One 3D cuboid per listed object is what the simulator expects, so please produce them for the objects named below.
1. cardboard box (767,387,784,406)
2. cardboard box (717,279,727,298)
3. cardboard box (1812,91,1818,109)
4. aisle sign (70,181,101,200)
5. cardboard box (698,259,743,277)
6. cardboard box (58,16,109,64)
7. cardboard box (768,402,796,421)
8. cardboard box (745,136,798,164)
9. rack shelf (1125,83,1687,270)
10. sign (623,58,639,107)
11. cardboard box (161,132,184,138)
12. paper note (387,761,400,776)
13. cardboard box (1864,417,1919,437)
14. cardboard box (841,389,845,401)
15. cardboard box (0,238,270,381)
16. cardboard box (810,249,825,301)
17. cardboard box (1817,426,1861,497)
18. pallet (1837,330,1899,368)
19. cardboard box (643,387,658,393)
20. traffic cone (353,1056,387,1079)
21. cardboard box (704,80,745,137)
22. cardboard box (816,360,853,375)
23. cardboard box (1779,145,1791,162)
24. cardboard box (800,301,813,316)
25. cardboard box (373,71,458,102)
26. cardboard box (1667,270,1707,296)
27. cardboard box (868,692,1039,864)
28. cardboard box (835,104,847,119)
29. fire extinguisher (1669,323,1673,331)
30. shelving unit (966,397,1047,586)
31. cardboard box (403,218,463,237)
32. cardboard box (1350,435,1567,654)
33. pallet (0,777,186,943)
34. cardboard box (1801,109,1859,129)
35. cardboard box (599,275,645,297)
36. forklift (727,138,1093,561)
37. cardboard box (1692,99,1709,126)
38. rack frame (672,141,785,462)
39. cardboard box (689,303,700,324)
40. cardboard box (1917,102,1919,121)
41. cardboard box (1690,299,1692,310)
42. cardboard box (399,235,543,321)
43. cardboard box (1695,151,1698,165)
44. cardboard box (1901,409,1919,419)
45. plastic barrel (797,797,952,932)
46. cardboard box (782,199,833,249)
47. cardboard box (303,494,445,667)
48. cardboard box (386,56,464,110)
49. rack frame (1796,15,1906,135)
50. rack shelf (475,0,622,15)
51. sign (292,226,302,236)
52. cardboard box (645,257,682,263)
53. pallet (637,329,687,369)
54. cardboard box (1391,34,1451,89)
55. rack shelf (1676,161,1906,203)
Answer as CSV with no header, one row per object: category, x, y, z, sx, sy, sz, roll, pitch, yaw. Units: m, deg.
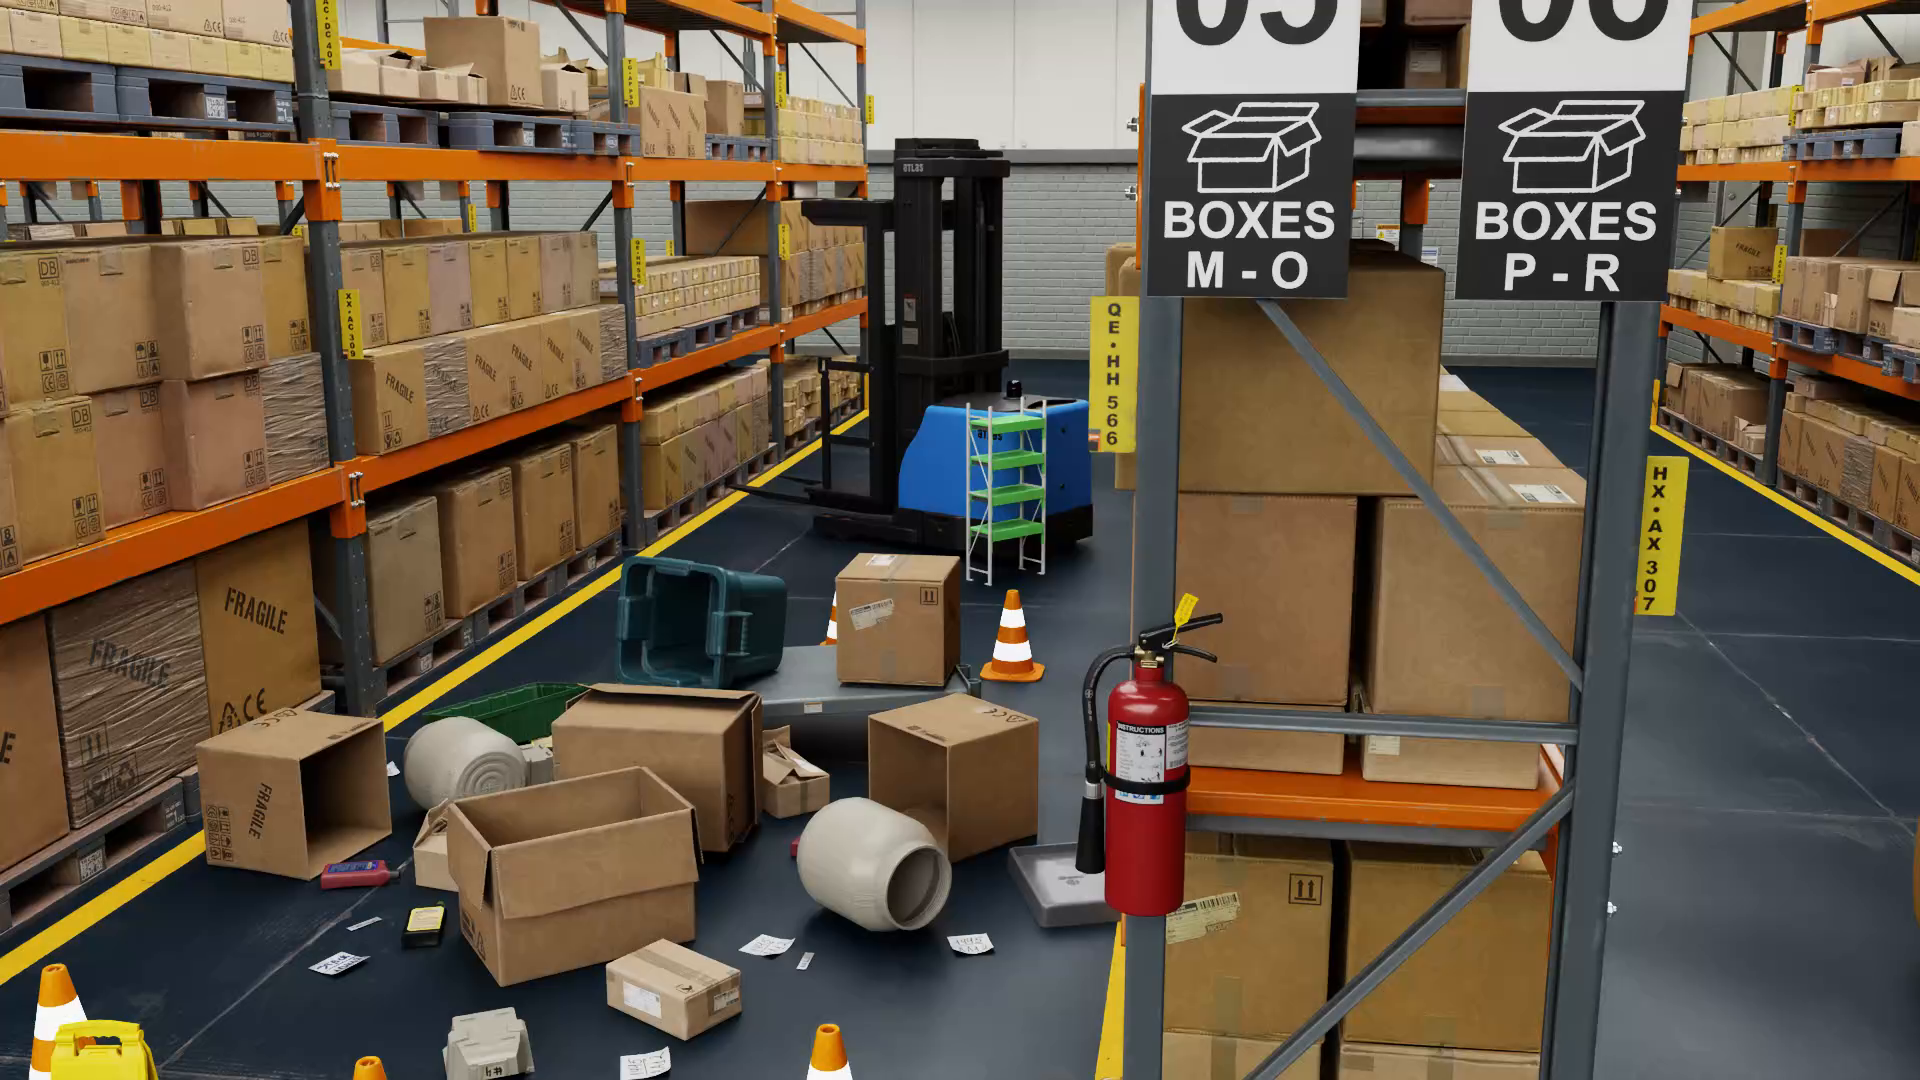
cardboard box,-1.937,-1.407,16.258,0.380,0.149,0.250,2,12,11
cardboard box,-2.221,-2.160,14.290,0.380,0.149,0.250,1,12,6
cardboard box,7.167,-3.577,13.507,0.380,0.149,0.250,2,12,10
aisle sign,-11.059,-4.690,20.966,0.394,0.787,0.004,2,12,9
cardboard box,-2.146,-2.413,14.756,0.380,0.149,0.250,1,12,7
cardboard box,-3.360,-1.820,6.061,0.380,0.149,0.250,2,12,8
cardboard box,-1.823,-1.261,16.290,0.380,0.149,0.250,2,12,11
cardboard box,-1.863,-3.720,15.870,0.500,0.250,0.500,3,12,12
rack shelf,1.174,-1.133,5.217,1.077,0.370,4.000,2,12,9
sign,-2.263,-3.144,11.429,0.100,0.325,0.005,2,12,9
cardboard box,-7.338,-3.823,15.209,0.500,0.311,0.500,1,12,7
paper note,-2.634,1.047,7.563,0.147,0.020,0.142,-7,14,-30
cardboard box,7.147,-0.843,12.682,0.380,0.149,0.250,2,12,9
cardboard box,-1.520,-1.658,18.837,0.380,0.149,0.250,2,12,8
cardboard box,-3.486,-0.981,7.006,0.875,0.550,0.550,2,12,9
cardboard box,-1.688,-2.735,17.122,0.500,0.500,0.500,2,12,7
cardboard box,7.167,-0.615,13.162,0.500,0.500,0.500,2,12,7
pallet,7.296,-1.418,12.409,1.003,0.211,1.213,2,12,9
cardboard box,-2.804,-1.118,13.717,0.500,0.250,0.500,2,12,10
traffic cone,-1.492,1.542,4.240,0.336,0.463,0.334,2,12,9
cardboard box,-2.362,-3.884,15.043,0.700,0.500,0.500,2,12,9
cardboard box,-1.421,-1.947,18.767,0.380,0.149,0.250,2,12,7
cardboard box,7.380,-3.368,14.476,0.380,0.149,0.250,2,12,8
cardboard box,-1.722,-2.385,17.035,0.380,0.149,0.250,2,12,10
cardboard box,-2.953,-2.455,9.006,0.380,0.149,0.250,2,12,9
cardboard box,7.896,-2.759,17.824,0.500,0.250,0.500,2,12,9
cardboard box,-0.028,0.965,6.822,0.500,0.500,0.500,-10,16,-40
cardboard box,-1.448,-4.665,18.124,0.380,0.149,0.250,2,12,10
fire extinguisher,7.798,-2.598,18.496,0.296,0.674,0.183,2,12,9
shelving unit,0.312,-0.334,11.196,0.503,1.200,0.258,-10,16,-40
cardboard box,-6.281,-3.582,19.865,0.500,0.500,0.500,2,12,9
cardboard box,1.289,0.006,4.400,0.500,0.500,0.500,2,12,10
pallet,-3.805,1.200,6.425,1.003,0.211,1.213,2,12,9
cardboard box,7.104,-3.435,13.556,0.380,0.149,0.250,2,12,9
cardboard box,-2.547,-1.871,12.240,0.380,0.149,0.250,2,12,9
forklift,-0.493,-1.513,12.558,3.031,2.935,1.130,9,15,37
cardboard box,7.819,-4.366,16.974,0.500,0.250,0.500,2,12,8
rack frame,-2.195,-2.239,15.763,1.000,3.000,0.127,2,12,9
cardboard box,-2.340,-1.852,13.564,0.380,0.149,0.250,2,12,9
cardboard box,7.042,-3.044,11.785,0.380,0.149,0.250,2,12,10
cardboard box,7.911,-2.480,17.476,0.380,0.149,0.250,2,12,8
cardboard box,-3.042,-1.639,10.367,0.700,0.500,0.500,2,12,8
cardboard box,7.939,-4.002,17.418,0.380,0.149,0.250,2,12,10
cardboard box,7.672,-0.939,13.125,0.380,0.149,0.250,2,12,10
plastic barrel,-0.312,1.179,6.019,0.421,0.421,0.512,-10,16,-40
cardboard box,-1.632,-3.327,17.496,0.500,0.500,0.500,1,12,7
cardboard box,-3.419,0.189,8.841,1.050,0.750,0.750,2,12,8
cardboard box,-3.295,-2.729,9.892,0.500,0.311,0.500,2,12,8
rack frame,7.617,-4.872,13.742,1.000,3.000,0.127,2,12,9
rack shelf,-3.118,-3.376,9.453,1.077,0.370,4.000,2,12,9
sign,-6.543,-2.933,16.420,0.100,0.325,0.005,2,12,9
cardboard box,-2.747,-2.487,15.101,0.380,0.149,0.250,2,12,10
pallet,-2.806,-1.464,12.624,1.213,0.211,1.003,2,12,9
cardboard box,1.190,-1.061,3.774,0.380,0.149,0.250,1,12,7
rack shelf,7.924,-3.471,16.065,1.077,0.370,4.000,2,12,9
